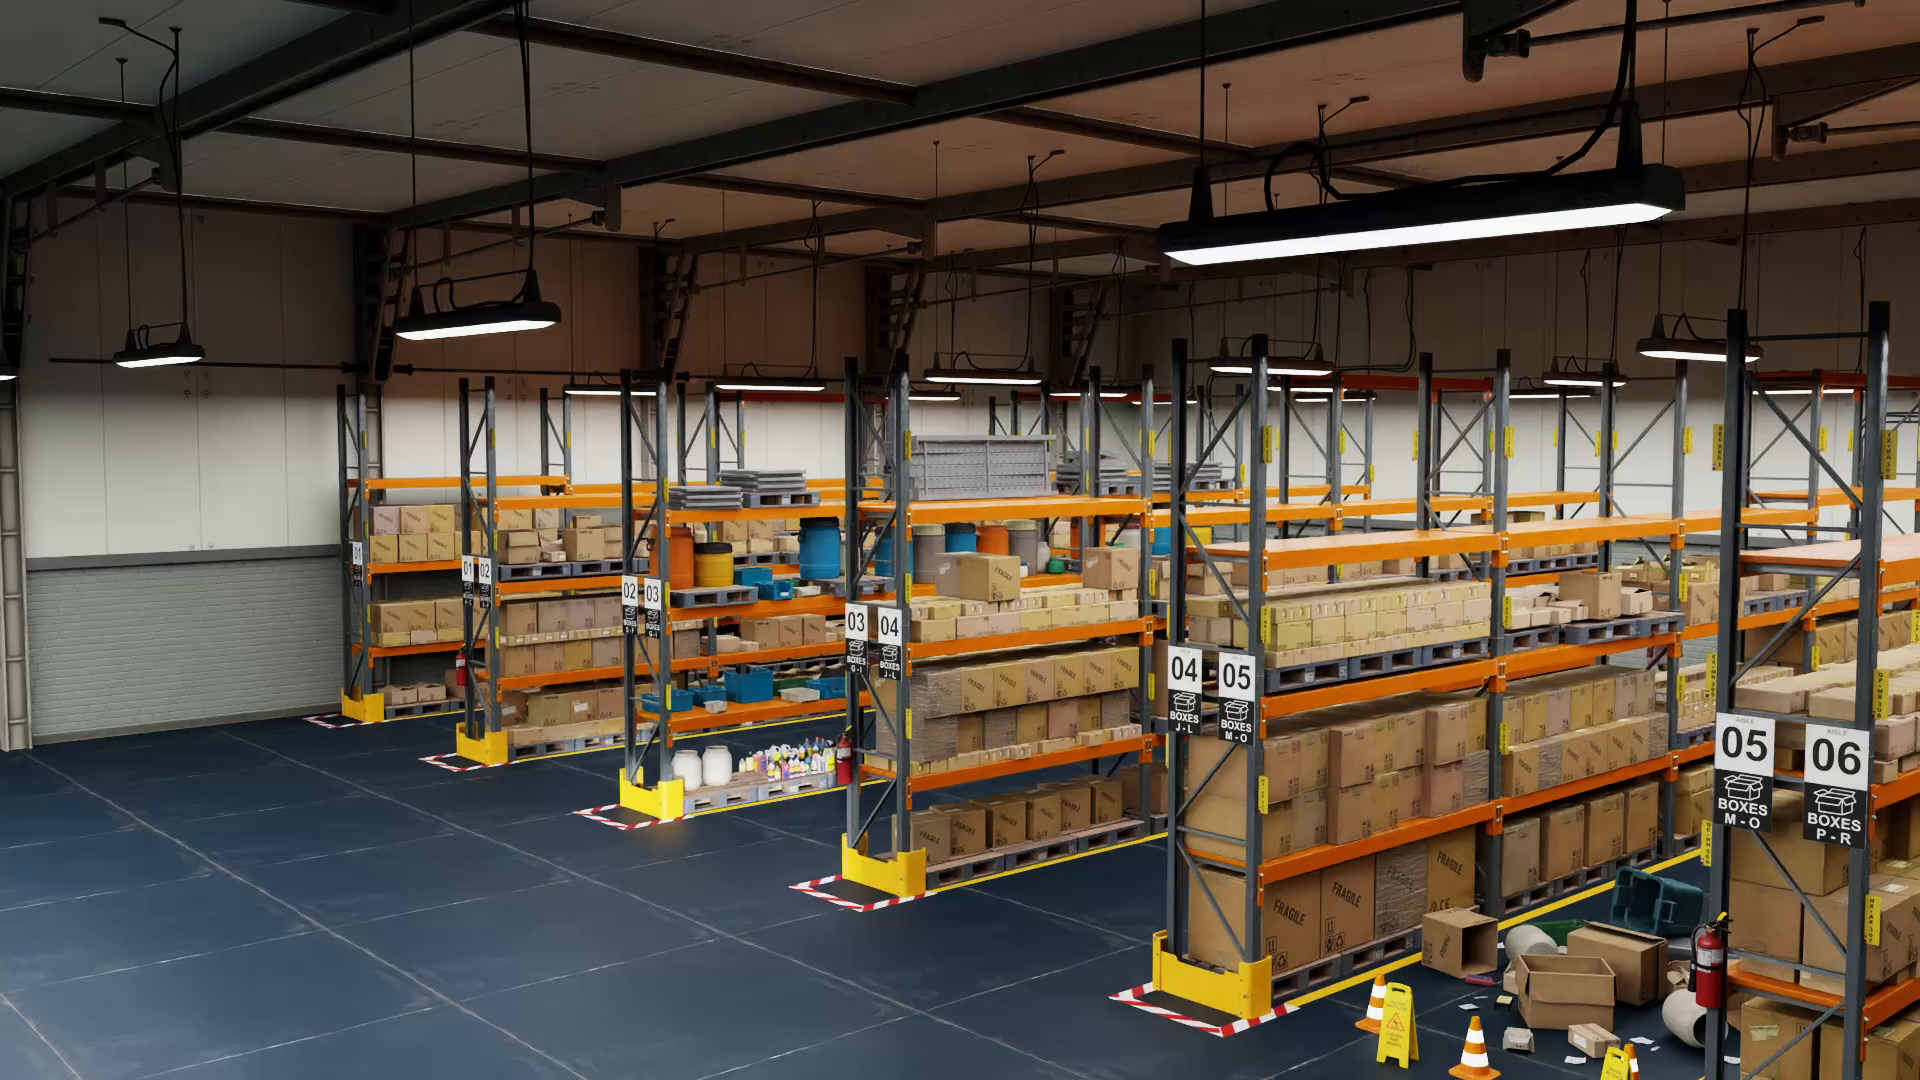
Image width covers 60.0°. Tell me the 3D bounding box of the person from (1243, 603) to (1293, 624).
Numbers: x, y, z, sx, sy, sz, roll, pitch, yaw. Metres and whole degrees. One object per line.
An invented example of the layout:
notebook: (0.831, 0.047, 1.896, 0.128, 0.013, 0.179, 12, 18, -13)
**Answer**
person: (8.897, 2.307, 16.150, 9.568, 3.610, 8.857, 2, 4, 32)

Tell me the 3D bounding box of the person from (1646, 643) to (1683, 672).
person: (13.591, 2.325, 31.998, 0.569, 1.475, 1.161, 0, 4, -3)
